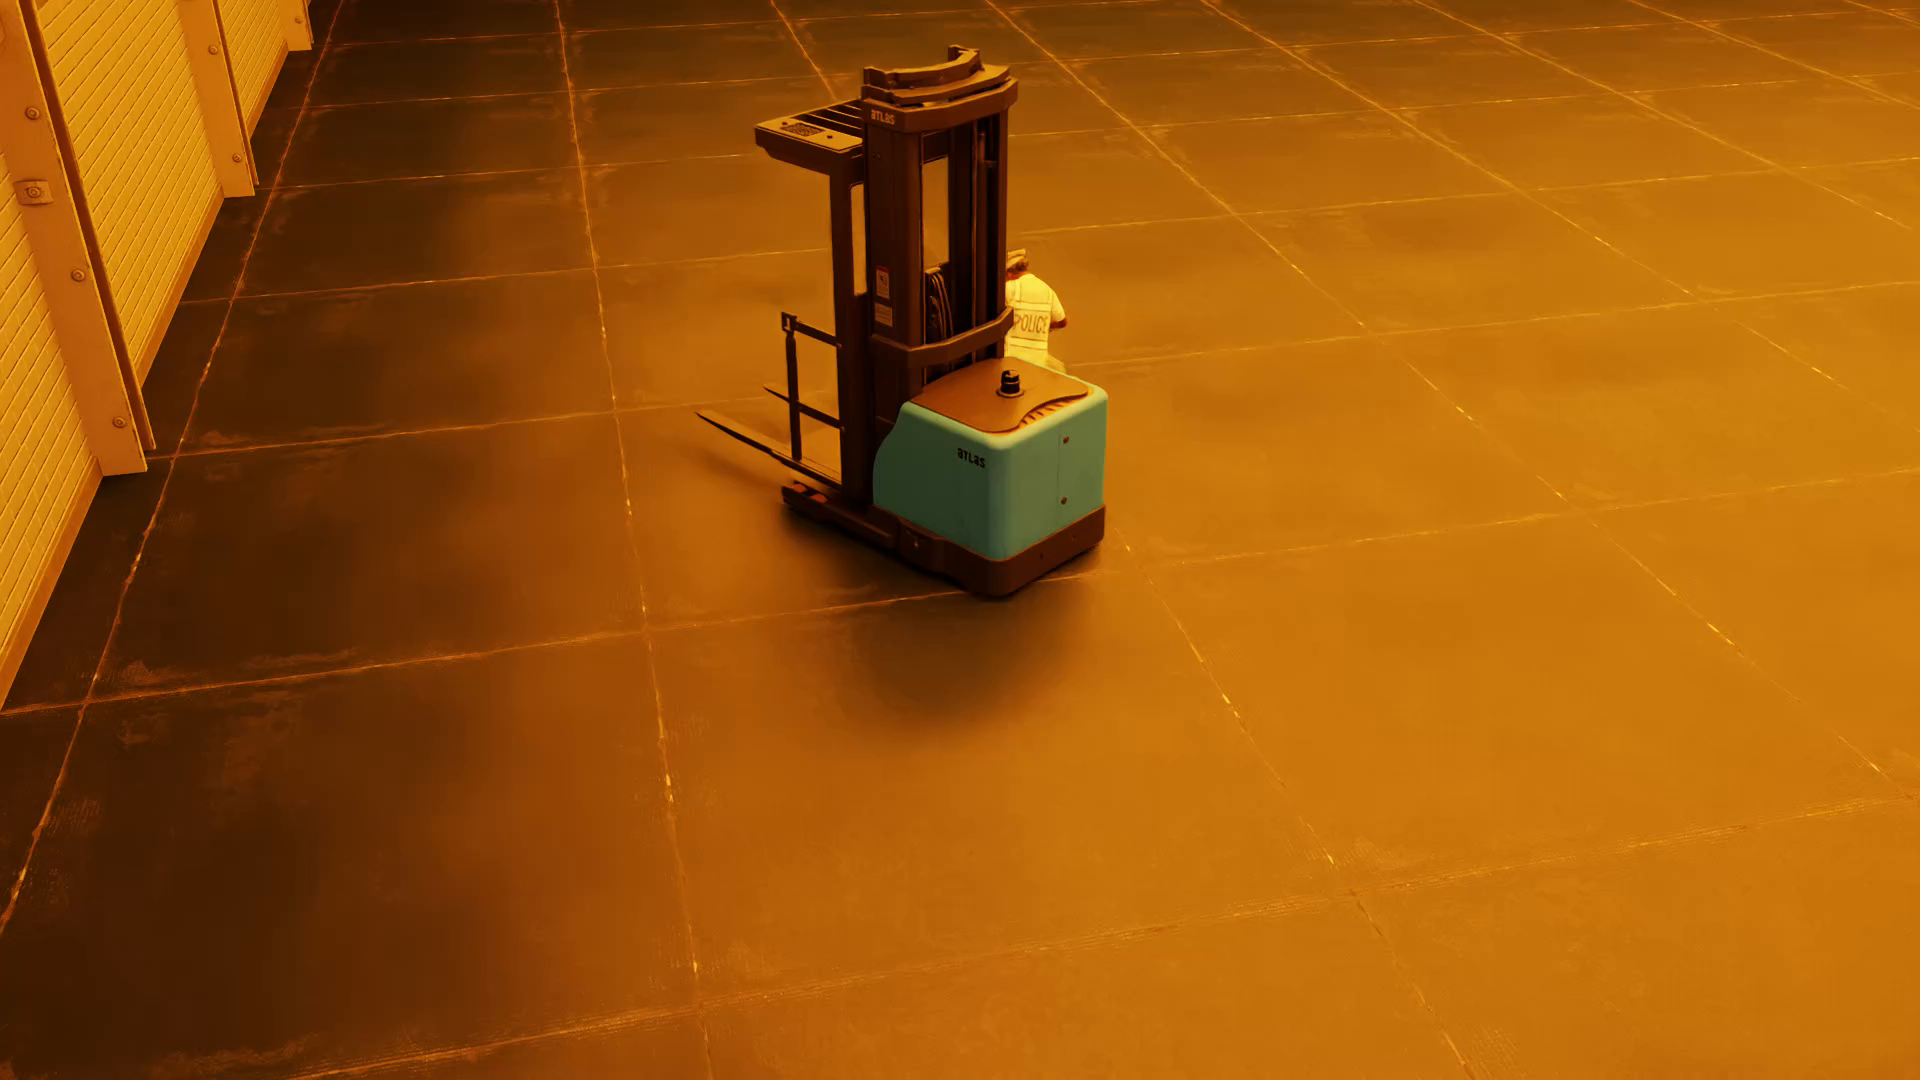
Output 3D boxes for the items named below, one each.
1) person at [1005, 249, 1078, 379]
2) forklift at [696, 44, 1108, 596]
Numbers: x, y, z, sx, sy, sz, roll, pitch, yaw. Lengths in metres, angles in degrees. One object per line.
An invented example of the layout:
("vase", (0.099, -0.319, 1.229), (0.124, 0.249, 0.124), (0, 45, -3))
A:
("person", (0.306, -1.328, 11.461), (1.287, 1.340, 0.793), (-6, 31, -10))
("forklift", (-0.514, -1.568, 10.282), (3.031, 2.935, 1.130), (25, 39, 37))
